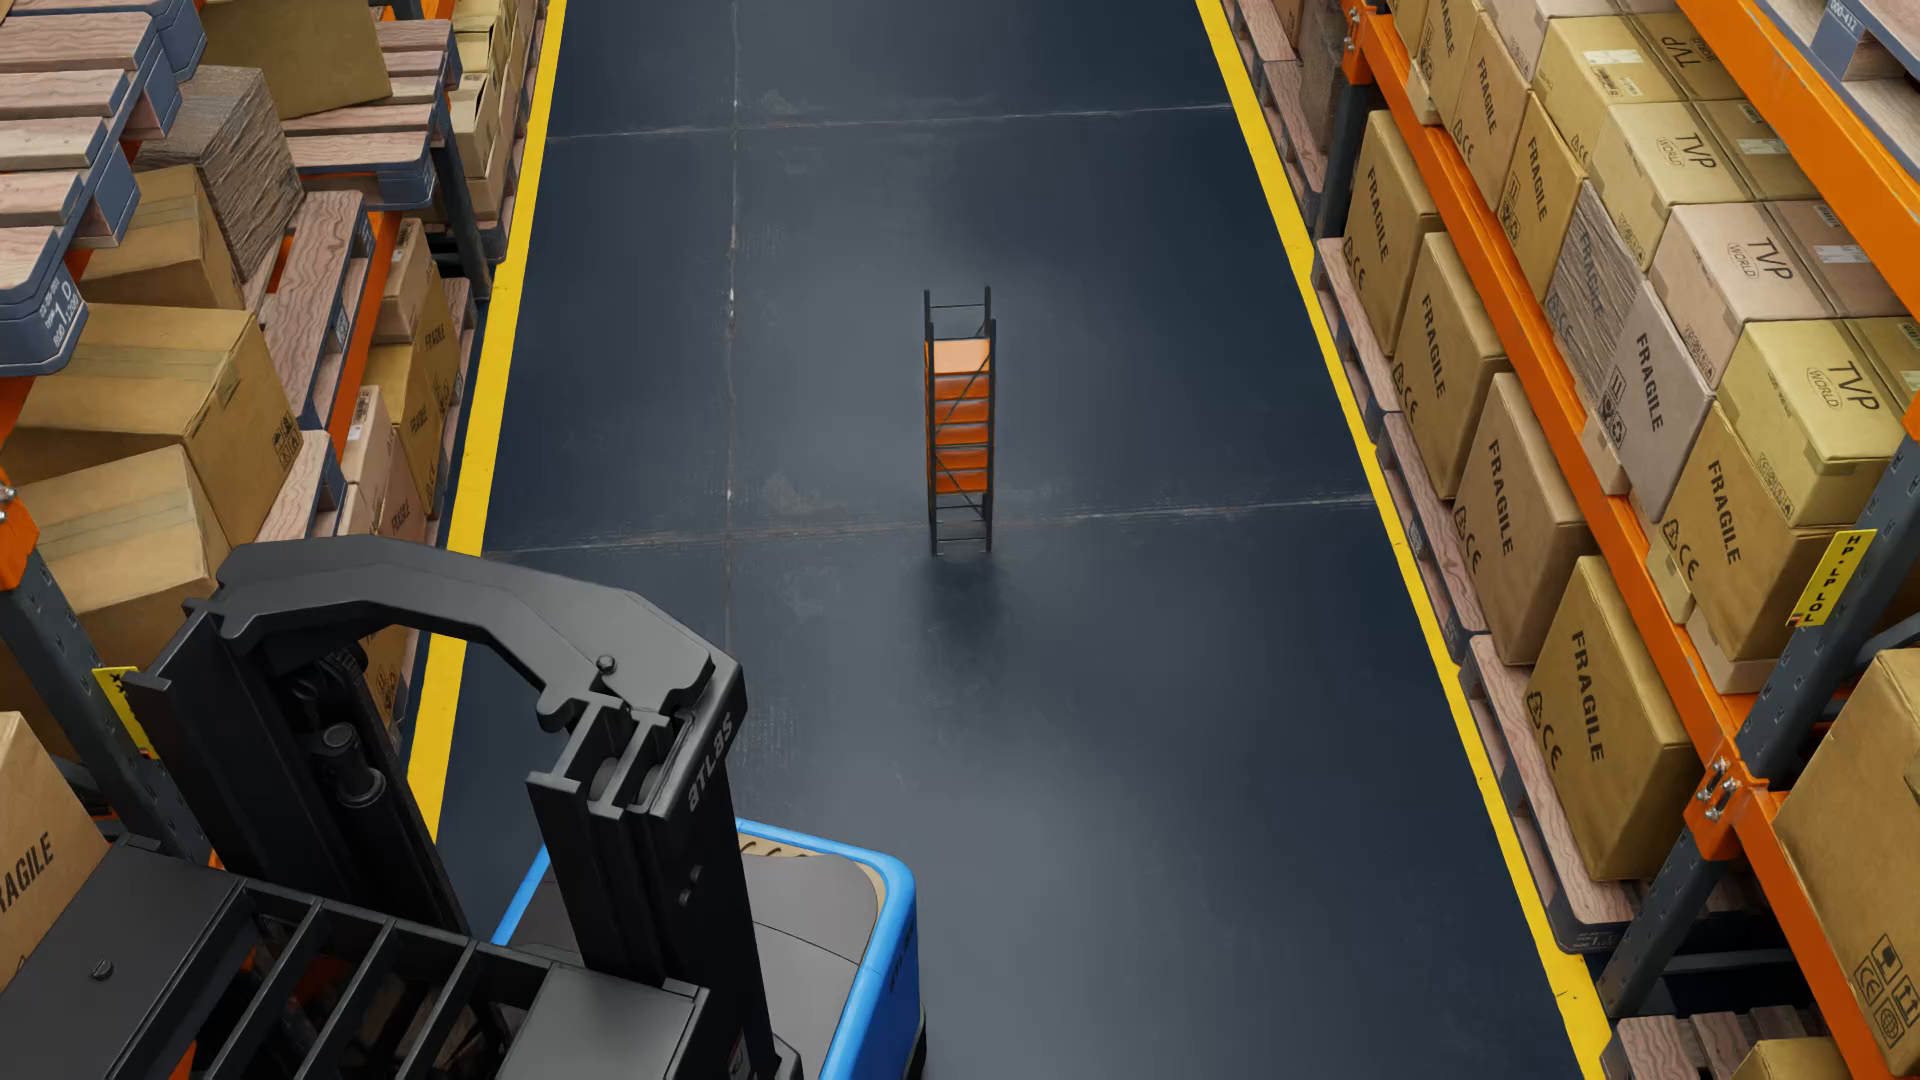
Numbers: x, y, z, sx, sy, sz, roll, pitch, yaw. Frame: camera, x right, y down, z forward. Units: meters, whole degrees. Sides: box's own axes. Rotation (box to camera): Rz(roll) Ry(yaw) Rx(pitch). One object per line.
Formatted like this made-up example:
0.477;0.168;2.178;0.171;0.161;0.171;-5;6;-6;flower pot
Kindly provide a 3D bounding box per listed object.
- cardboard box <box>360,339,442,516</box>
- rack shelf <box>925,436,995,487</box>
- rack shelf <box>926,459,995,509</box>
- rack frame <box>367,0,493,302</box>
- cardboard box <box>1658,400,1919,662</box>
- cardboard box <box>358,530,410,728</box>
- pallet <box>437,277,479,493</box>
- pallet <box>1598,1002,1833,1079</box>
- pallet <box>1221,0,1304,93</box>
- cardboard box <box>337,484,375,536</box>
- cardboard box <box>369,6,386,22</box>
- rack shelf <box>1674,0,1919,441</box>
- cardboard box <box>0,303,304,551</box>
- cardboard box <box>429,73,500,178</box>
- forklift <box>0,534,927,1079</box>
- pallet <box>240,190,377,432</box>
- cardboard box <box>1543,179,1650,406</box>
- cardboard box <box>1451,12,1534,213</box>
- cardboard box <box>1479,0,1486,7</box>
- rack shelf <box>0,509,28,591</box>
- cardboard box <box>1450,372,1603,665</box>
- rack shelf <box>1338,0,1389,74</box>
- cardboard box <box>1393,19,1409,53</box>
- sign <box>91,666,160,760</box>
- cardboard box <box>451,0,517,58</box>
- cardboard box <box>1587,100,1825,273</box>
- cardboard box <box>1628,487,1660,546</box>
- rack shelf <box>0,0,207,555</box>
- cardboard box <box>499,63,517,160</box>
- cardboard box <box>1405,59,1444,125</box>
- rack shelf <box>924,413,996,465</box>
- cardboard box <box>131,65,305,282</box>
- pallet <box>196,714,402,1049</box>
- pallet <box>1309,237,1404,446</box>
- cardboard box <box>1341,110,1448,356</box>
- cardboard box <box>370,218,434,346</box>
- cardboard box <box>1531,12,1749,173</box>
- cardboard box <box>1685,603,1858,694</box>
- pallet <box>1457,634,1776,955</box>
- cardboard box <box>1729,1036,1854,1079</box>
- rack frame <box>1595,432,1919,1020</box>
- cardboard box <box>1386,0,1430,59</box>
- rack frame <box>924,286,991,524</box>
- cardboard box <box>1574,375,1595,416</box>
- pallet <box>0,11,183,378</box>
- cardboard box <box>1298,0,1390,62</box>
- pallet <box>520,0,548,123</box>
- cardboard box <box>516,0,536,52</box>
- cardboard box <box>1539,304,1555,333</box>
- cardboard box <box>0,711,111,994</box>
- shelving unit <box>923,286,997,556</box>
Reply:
-2.356;-0.423;6.503;0.500;0.500;0.500;-5;47;-5;cardboard box
-0.001;-0.310;6.444;0.258;0.103;0.180;-3;47;-3;rack shelf
-0.001;-0.227;6.531;0.258;0.103;0.180;-3;47;-3;rack shelf
-2.711;-2.168;6.737;1.000;3.000;0.127;-3;47;-3;rack frame
2.270;-0.040;4.434;0.500;0.500;0.500;-4;47;-4;cardboard box
-2.264;0.323;5.797;0.500;0.500;0.500;-3;47;-3;cardboard box
-2.686;-0.666;7.236;1.003;0.211;1.213;-3;47;-3;pallet
2.545;1.936;4.771;1.003;0.211;1.213;-3;47;-3;pallet
2.062;-2.959;9.407;1.003;0.211;1.213;-3;47;-3;pallet
-2.258;0.088;5.502;0.500;0.250;0.500;-3;47;-3;cardboard box
-2.698;-2.403;7.021;0.500;0.311;0.500;-1;47;-1;cardboard box
2.392;-1.809;4.826;1.077;0.370;4.000;-3;47;-3;rack shelf
-2.314;-0.302;4.612;0.700;0.500;0.500;3;47;3;cardboard box
-2.462;-1.956;7.755;0.500;0.311;0.500;-2;47;-2;cardboard box
-1.000;1.526;3.286;1.130;2.935;3.031;12;48;11;forklift
-2.544;-0.695;5.474;1.003;0.211;1.213;-3;47;-3;pallet
2.184;-0.772;5.128;0.500;0.500;0.500;-3;47;-3;cardboard box
2.085;-1.509;5.826;0.500;0.500;0.500;-4;47;-3;cardboard box
2.052;-2.140;5.907;0.500;0.250;0.500;-4;47;-4;cardboard box
-2.209;1.389;1.798;1.077;0.370;4.000;-3;47;-3;rack shelf
2.298;-0.088;5.959;0.750;0.750;0.750;-2;47;-2;cardboard box
2.057;-3.671;8.656;1.077;0.370;4.000;-3;47;-3;rack shelf
2.022;-2.140;6.870;0.380;0.149;0.250;-4;47;-4;cardboard box
-1.836;0.390;3.718;0.100;0.325;0.005;-3;47;-3;sign
-2.555;-2.705;8.464;0.500;0.311;0.500;-5;47;-4;cardboard box
2.190;-1.041;4.866;0.500;0.250;0.500;-3;47;-3;cardboard box
2.228;-0.097;4.935;0.380;0.149;0.250;-2;47;-2;cardboard box
-2.544;-1.505;4.539;1.077;0.370;4.000;-3;47;-3;rack shelf
-2.505;-2.127;8.303;0.500;0.250;0.500;-5;47;-4;cardboard box
1.972;-1.759;6.510;0.380;0.149;0.250;-2;47;-2;cardboard box
-0.001;-0.392;6.357;0.258;0.103;0.180;-3;47;-3;rack shelf
-2.660;-1.224;5.486;0.700;0.500;0.500;4;47;4;cardboard box
-2.482;1.099;5.564;1.003;0.211;1.213;-3;47;-3;pallet
2.216;-0.938;7.493;1.003;0.211;1.213;-3;47;-3;pallet
2.156;-1.337;7.141;0.750;0.750;0.750;-4;47;-4;cardboard box
-2.390;-1.014;6.547;0.500;0.250;0.500;-2;47;-2;cardboard box
2.146;-1.410;5.215;0.500;0.250;0.500;-4;47;-4;cardboard box
2.249;0.275;4.583;0.380;0.149;0.250;-3;47;-3;cardboard box
2.420;0.828;5.821;1.003;0.211;1.213;-3;47;-3;pallet
2.520;1.685;4.521;0.700;0.500;0.500;-3;47;-3;cardboard box
2.560;0.423;4.284;1.000;3.000;0.127;-3;47;-3;rack frame
2.010;-2.248;6.526;0.500;0.500;0.500;-2;47;-2;cardboard box
-0.009;-0.489;6.387;0.240;1.200;0.006;-3;47;-3;rack frame
2.193;-0.465;5.284;0.380;0.149;0.250;-3;47;-3;cardboard box
-2.361;-0.717;3.426;1.213;0.211;1.003;-3;47;-3;pallet
2.185;-2.661;8.623;0.700;0.500;0.500;-4;47;-3;cardboard box
-2.840;-2.688;9.150;1.003;0.211;1.213;-3;47;-3;pallet
-2.597;-2.874;9.010;0.500;0.250;0.500;-3;47;-2;cardboard box
2.176;-0.840;5.639;0.380;0.149;0.250;-2;47;-2;cardboard box
-2.076;0.698;3.265;0.500;0.500;0.500;-3;47;-3;cardboard box
-0.001;-0.423;6.324;0.258;1.200;0.189;-3;47;-3;shelving unit
